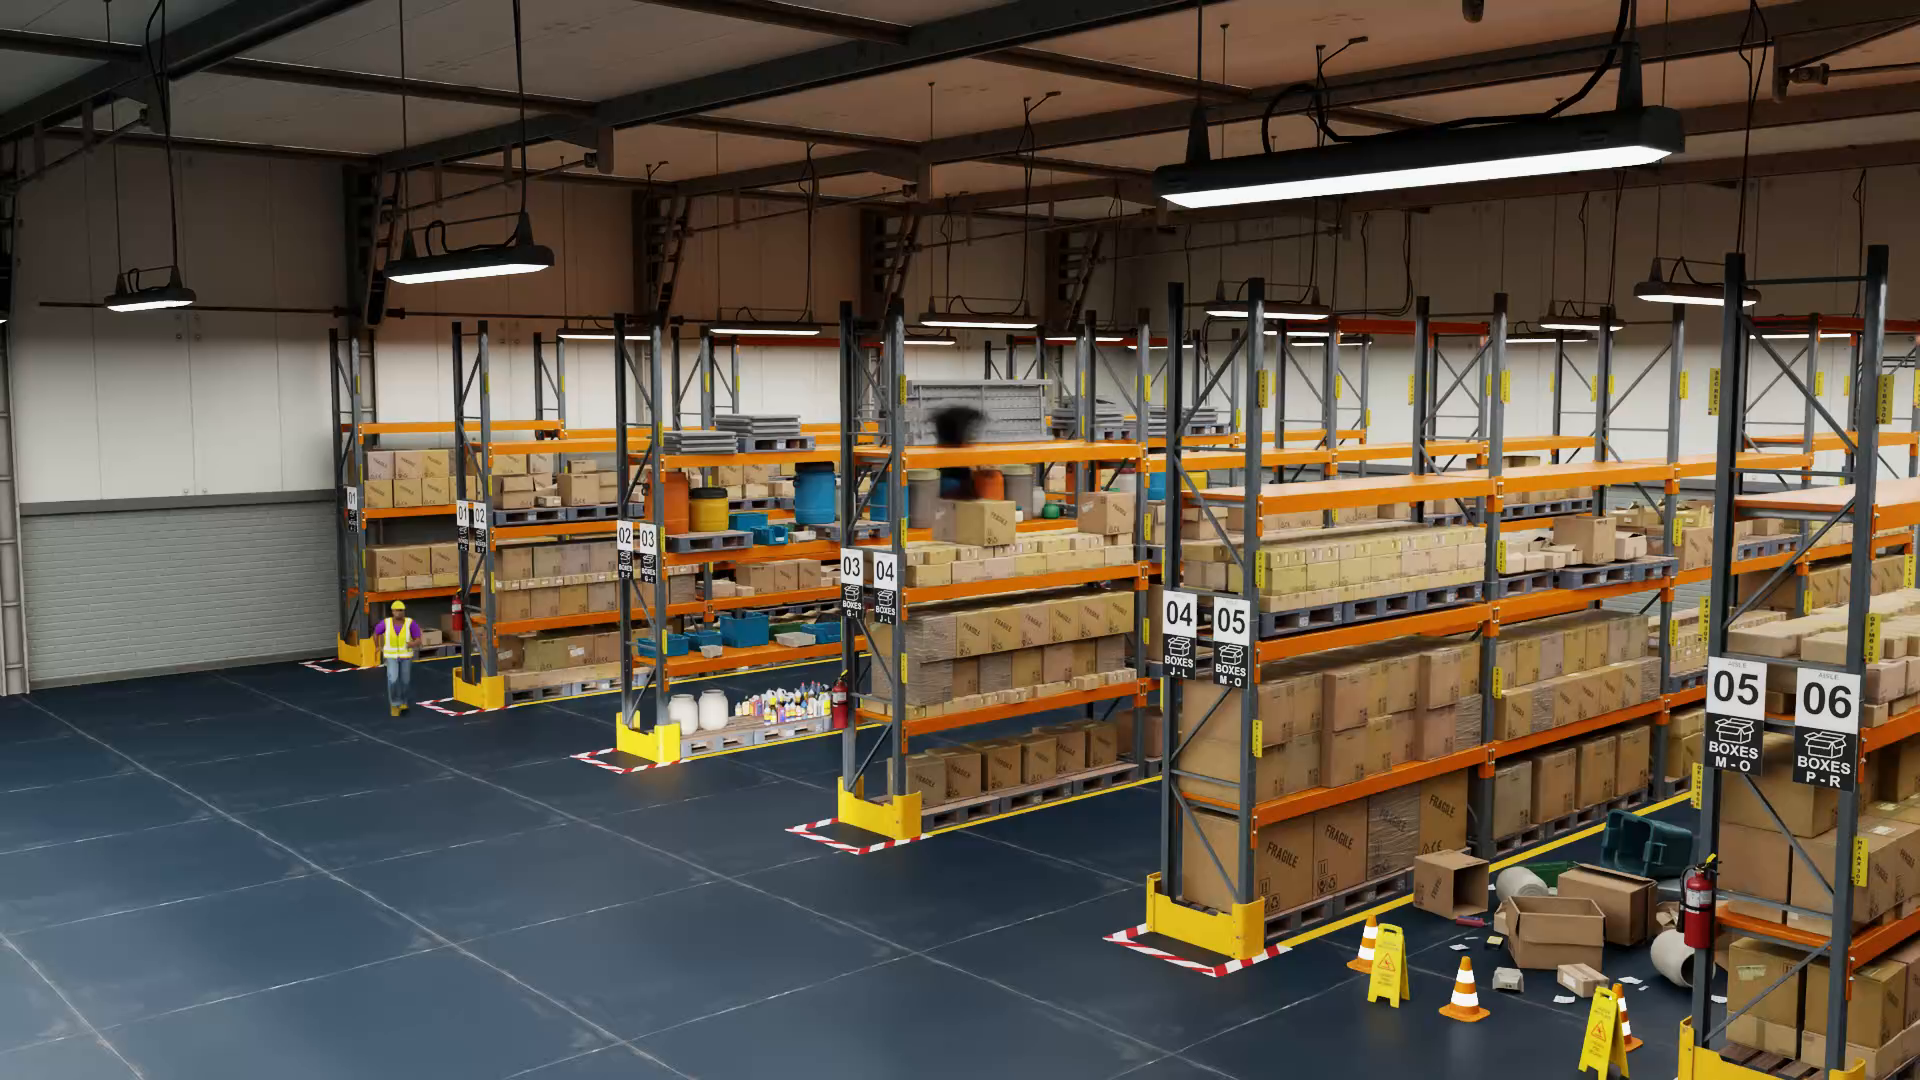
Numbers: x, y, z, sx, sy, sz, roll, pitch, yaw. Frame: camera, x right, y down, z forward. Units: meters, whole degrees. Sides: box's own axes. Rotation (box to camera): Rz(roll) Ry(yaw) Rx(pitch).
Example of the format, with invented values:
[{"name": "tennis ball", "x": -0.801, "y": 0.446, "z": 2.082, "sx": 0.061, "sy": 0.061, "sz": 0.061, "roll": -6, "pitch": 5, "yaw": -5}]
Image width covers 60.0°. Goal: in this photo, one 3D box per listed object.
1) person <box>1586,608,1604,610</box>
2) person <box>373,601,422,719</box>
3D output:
[{"name": "person", "x": 11.519, "y": 1.372, "z": 30.336, "sx": 0.573, "sy": 1.594, "sz": 0.509, "roll": -4, "pitch": 7, "yaw": -37}, {"name": "person", "x": -8.499, "y": 1.809, "z": 25.172, "sx": 0.678, "sy": 1.794, "sz": 0.813, "roll": -2, "pitch": 6, "yaw": -21}]
